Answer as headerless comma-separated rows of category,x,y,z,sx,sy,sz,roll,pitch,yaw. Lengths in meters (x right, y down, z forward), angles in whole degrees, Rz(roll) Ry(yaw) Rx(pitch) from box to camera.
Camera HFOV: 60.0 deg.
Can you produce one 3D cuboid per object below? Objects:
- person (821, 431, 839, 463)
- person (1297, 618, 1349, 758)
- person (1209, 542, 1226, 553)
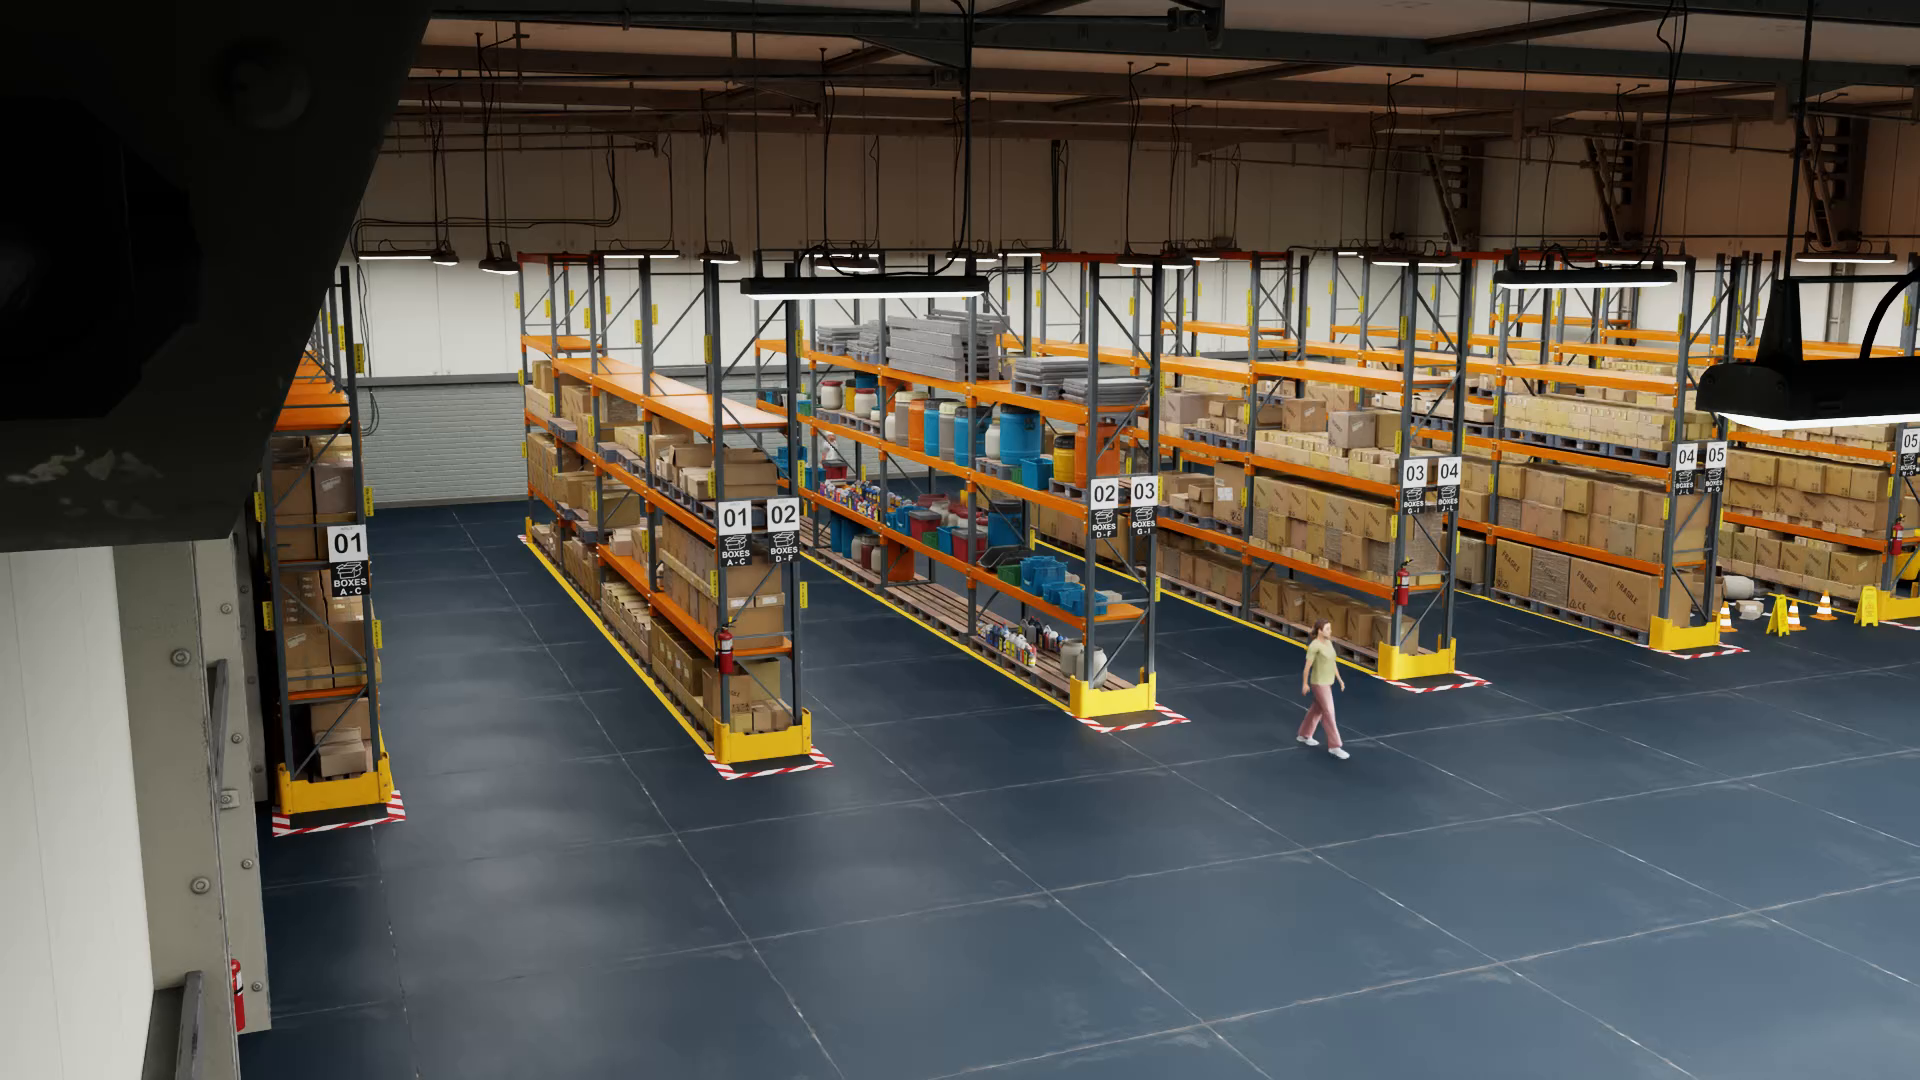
person,-3.138,-1.804,40.000,1.002,1.759,0.500,1,10,3
person,4.551,1.790,20.592,0.821,1.644,0.485,8,13,36
person,5.126,-0.410,32.441,0.534,1.704,1.099,-5,12,-26
